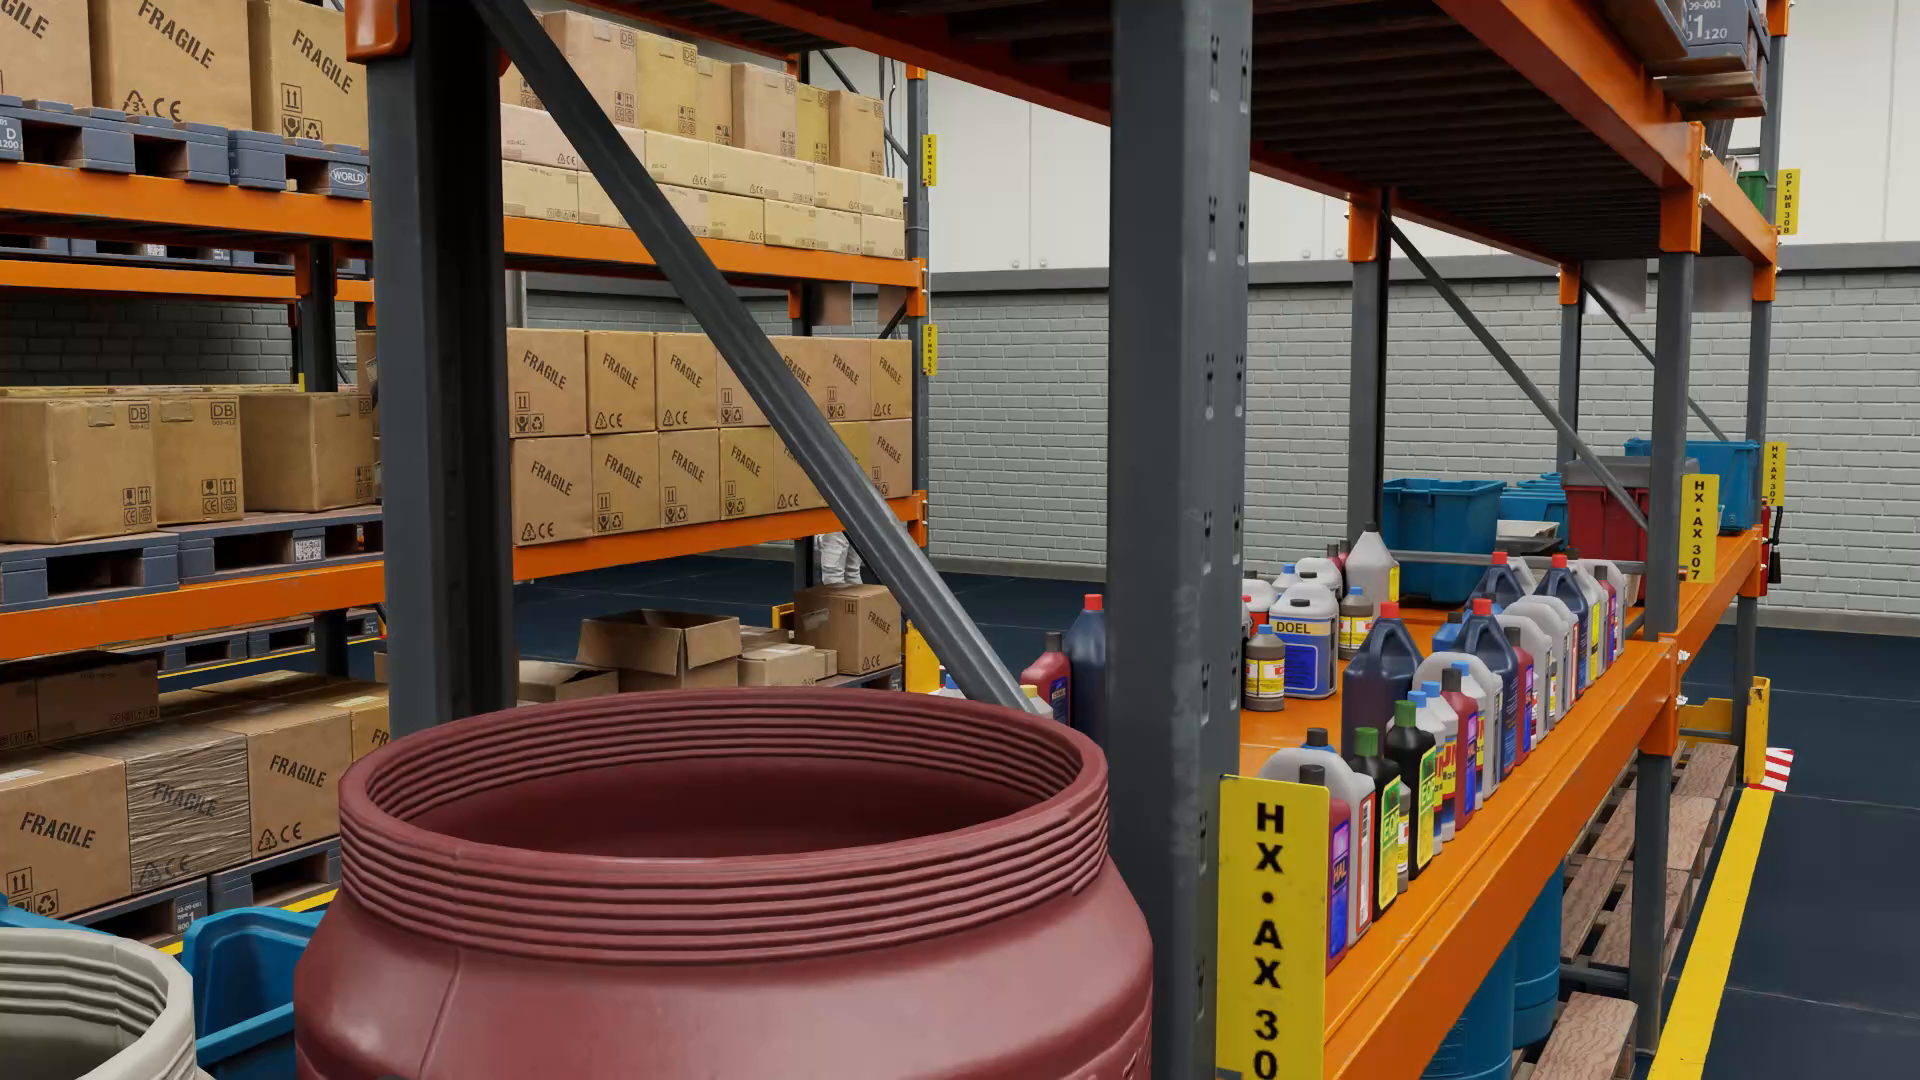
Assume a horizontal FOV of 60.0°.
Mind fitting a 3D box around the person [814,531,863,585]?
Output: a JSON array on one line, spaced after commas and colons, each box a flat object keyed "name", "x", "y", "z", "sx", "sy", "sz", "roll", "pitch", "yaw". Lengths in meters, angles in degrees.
[{"name": "person", "x": -0.942, "y": -0.104, "z": 13.020, "sx": 0.445, "sy": 1.778, "sz": 0.620, "roll": 3, "pitch": 6, "yaw": 25}]
